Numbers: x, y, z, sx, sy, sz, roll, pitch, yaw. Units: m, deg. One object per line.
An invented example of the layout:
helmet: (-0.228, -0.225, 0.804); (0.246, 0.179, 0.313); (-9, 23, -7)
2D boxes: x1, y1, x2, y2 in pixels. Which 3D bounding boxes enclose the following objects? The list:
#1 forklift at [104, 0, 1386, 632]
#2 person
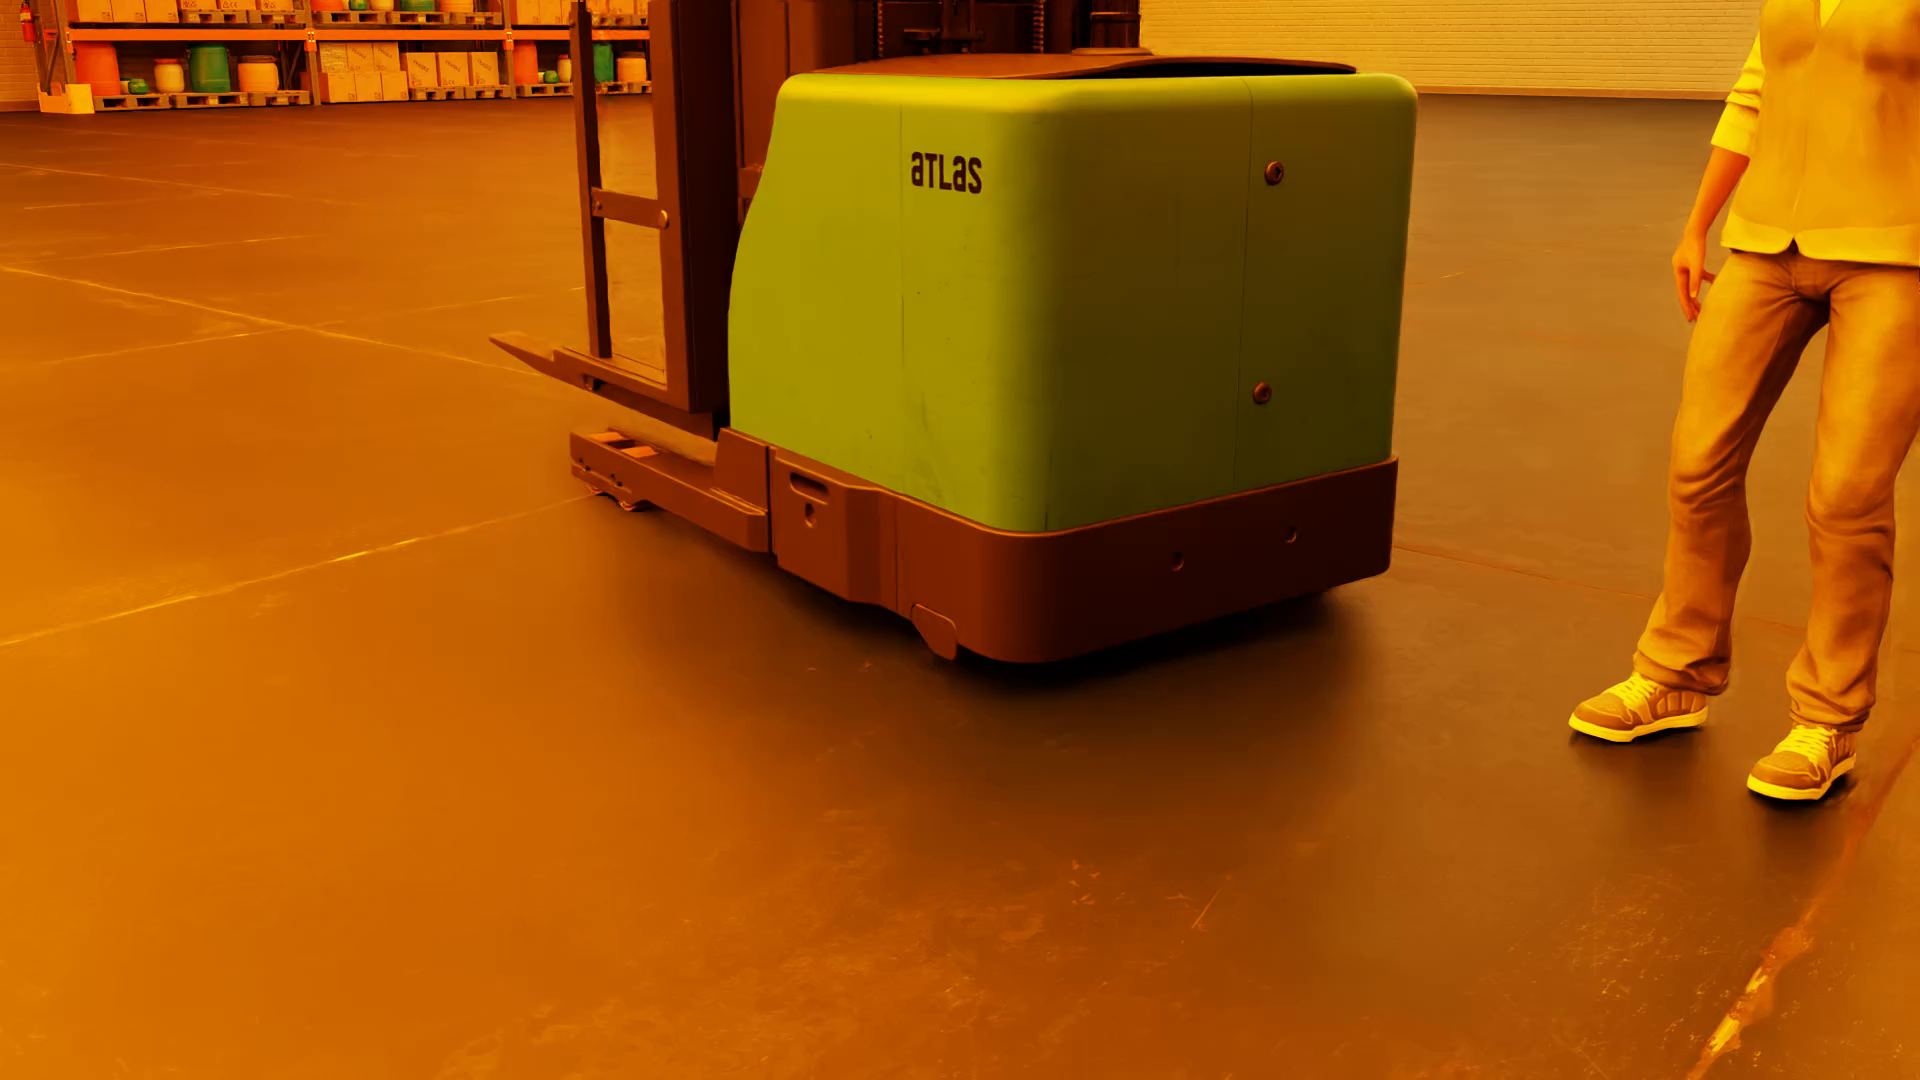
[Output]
forklift: (-0.594, -1.450, 3.673); (3.031, 2.935, 1.130); (5, 18, 16)
person: (1.276, -0.411, 2.523); (0.470, 1.598, 0.521); (-11, 20, -31)
